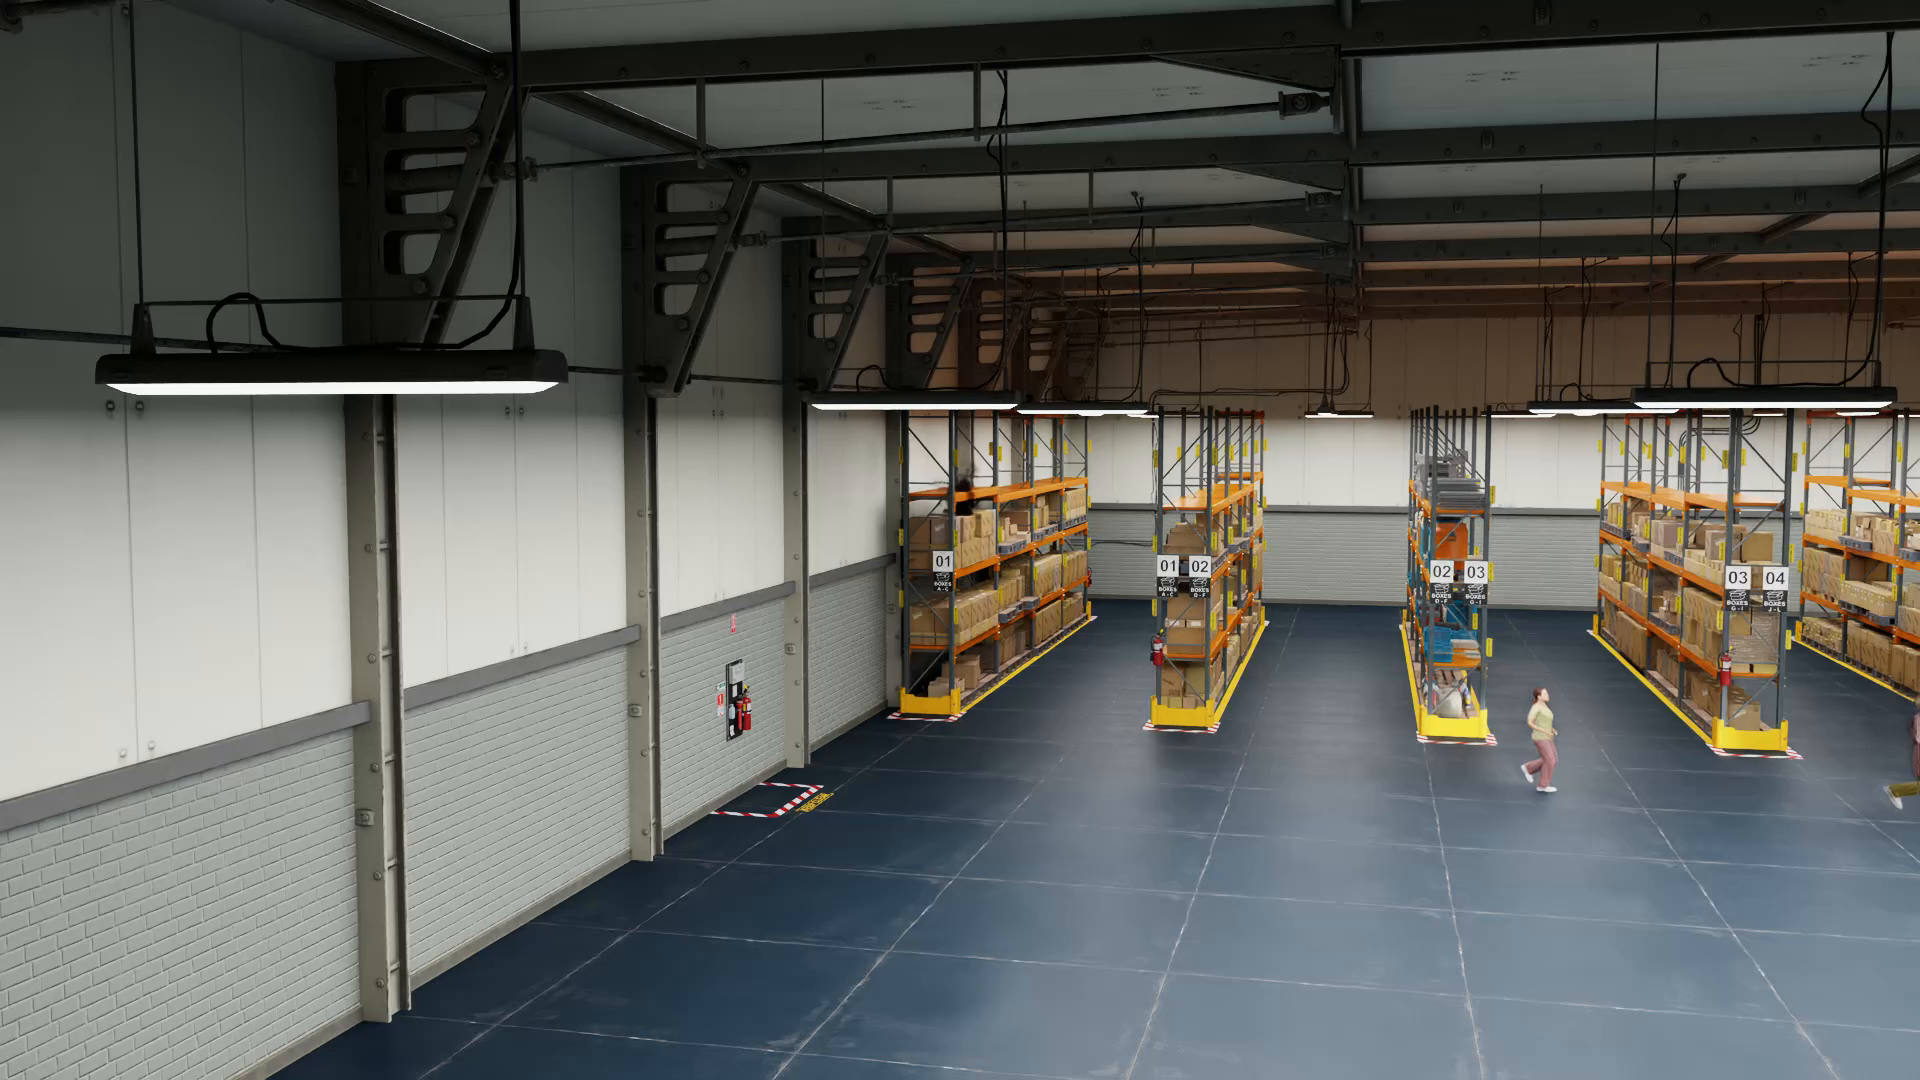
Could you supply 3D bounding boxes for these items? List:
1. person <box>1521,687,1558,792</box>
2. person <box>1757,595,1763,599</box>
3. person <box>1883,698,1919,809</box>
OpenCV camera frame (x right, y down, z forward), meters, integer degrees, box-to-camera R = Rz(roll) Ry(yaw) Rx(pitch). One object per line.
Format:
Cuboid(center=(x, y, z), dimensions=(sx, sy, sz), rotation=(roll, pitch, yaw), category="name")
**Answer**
Cuboid(center=(8.945, 3.065, 25.701), dimensions=(0.579, 1.617, 0.578), rotation=(3, 5, 39), category="person")
Cuboid(center=(19.958, 1.888, 41.044), dimensions=(0.624, 1.818, 0.759), rotation=(1, 4, 17), category="person")
Cuboid(center=(13.817, 3.131, 23.866), dimensions=(0.945, 1.762, 0.709), rotation=(3, 5, 38), category="person")
